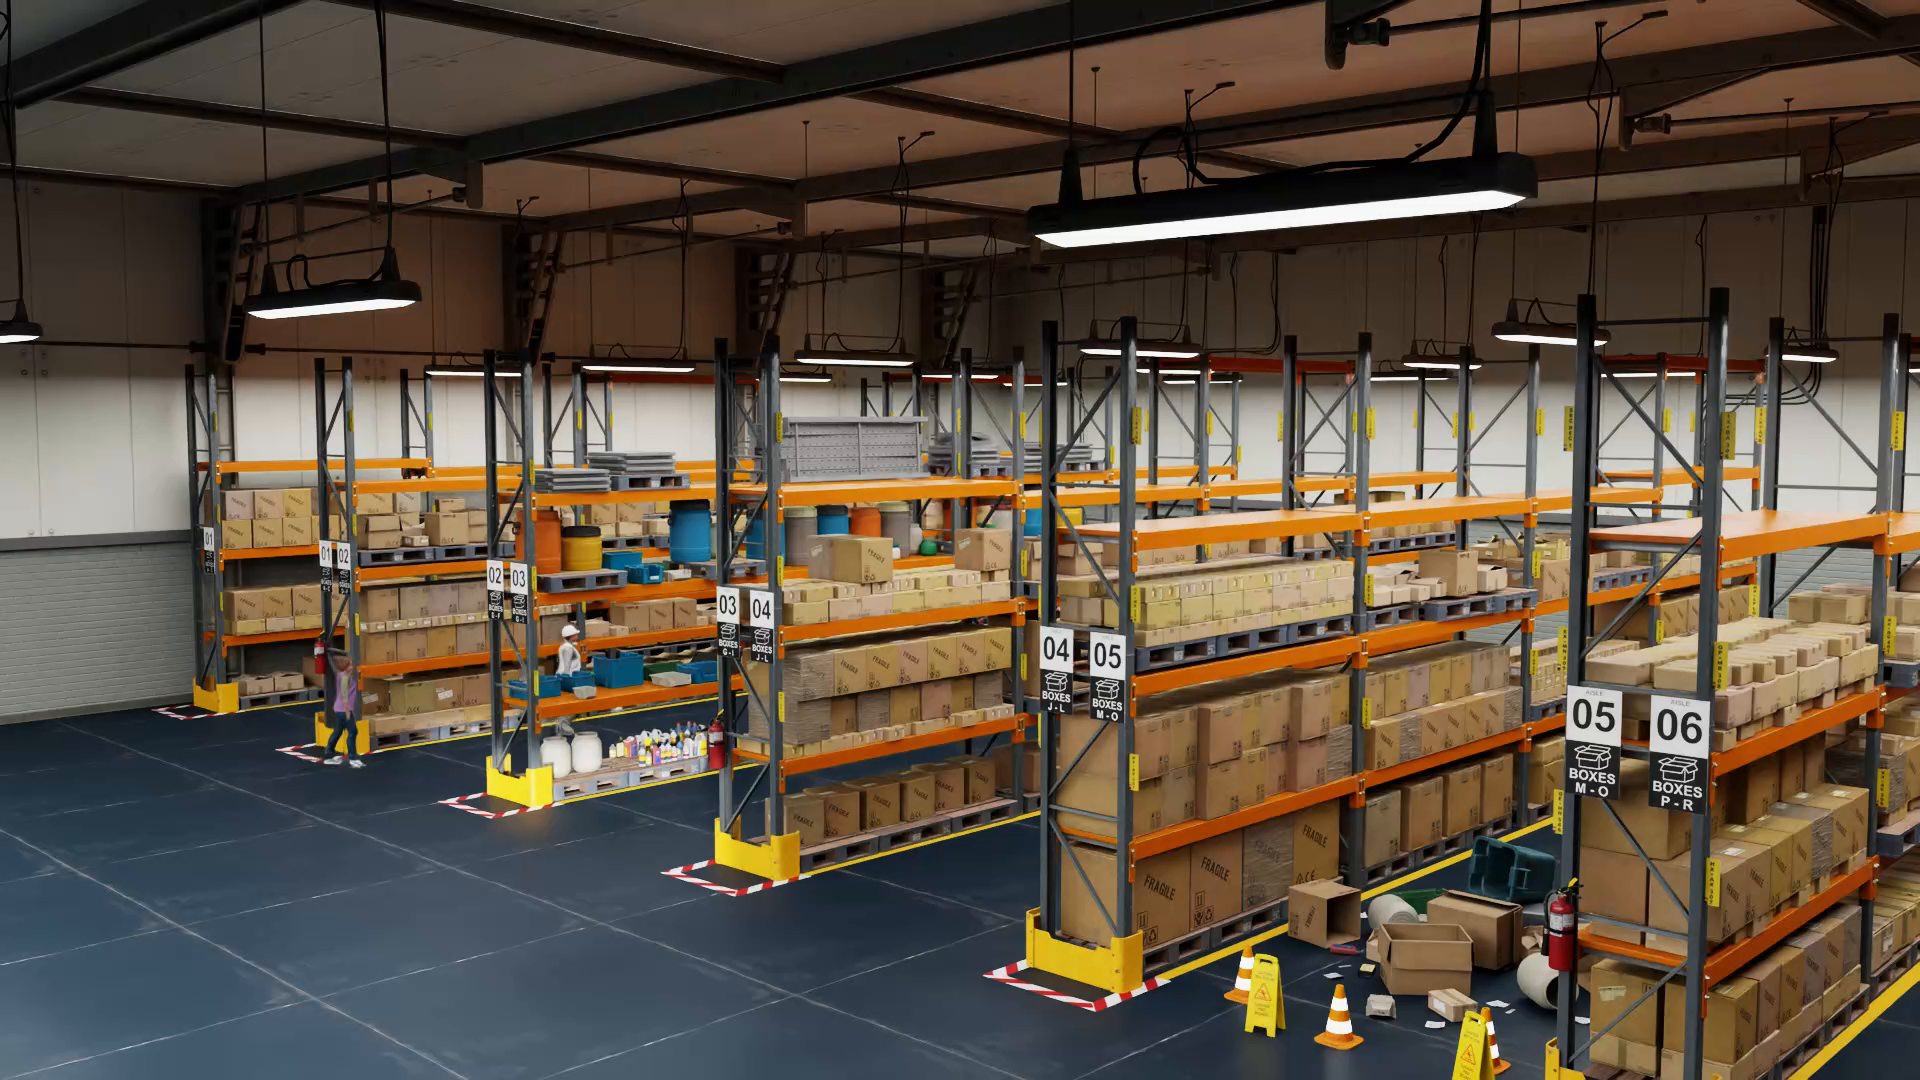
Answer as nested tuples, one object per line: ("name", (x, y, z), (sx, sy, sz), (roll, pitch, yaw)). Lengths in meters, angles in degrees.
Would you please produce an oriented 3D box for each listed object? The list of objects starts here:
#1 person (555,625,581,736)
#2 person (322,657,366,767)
("person", (-6.254, 2.240, 26.553), (0.464, 1.761, 0.570), (-3, 5, -33))
("person", (-9.024, 2.524, 24.302), (0.585, 1.628, 0.447), (-2, 5, -25))
